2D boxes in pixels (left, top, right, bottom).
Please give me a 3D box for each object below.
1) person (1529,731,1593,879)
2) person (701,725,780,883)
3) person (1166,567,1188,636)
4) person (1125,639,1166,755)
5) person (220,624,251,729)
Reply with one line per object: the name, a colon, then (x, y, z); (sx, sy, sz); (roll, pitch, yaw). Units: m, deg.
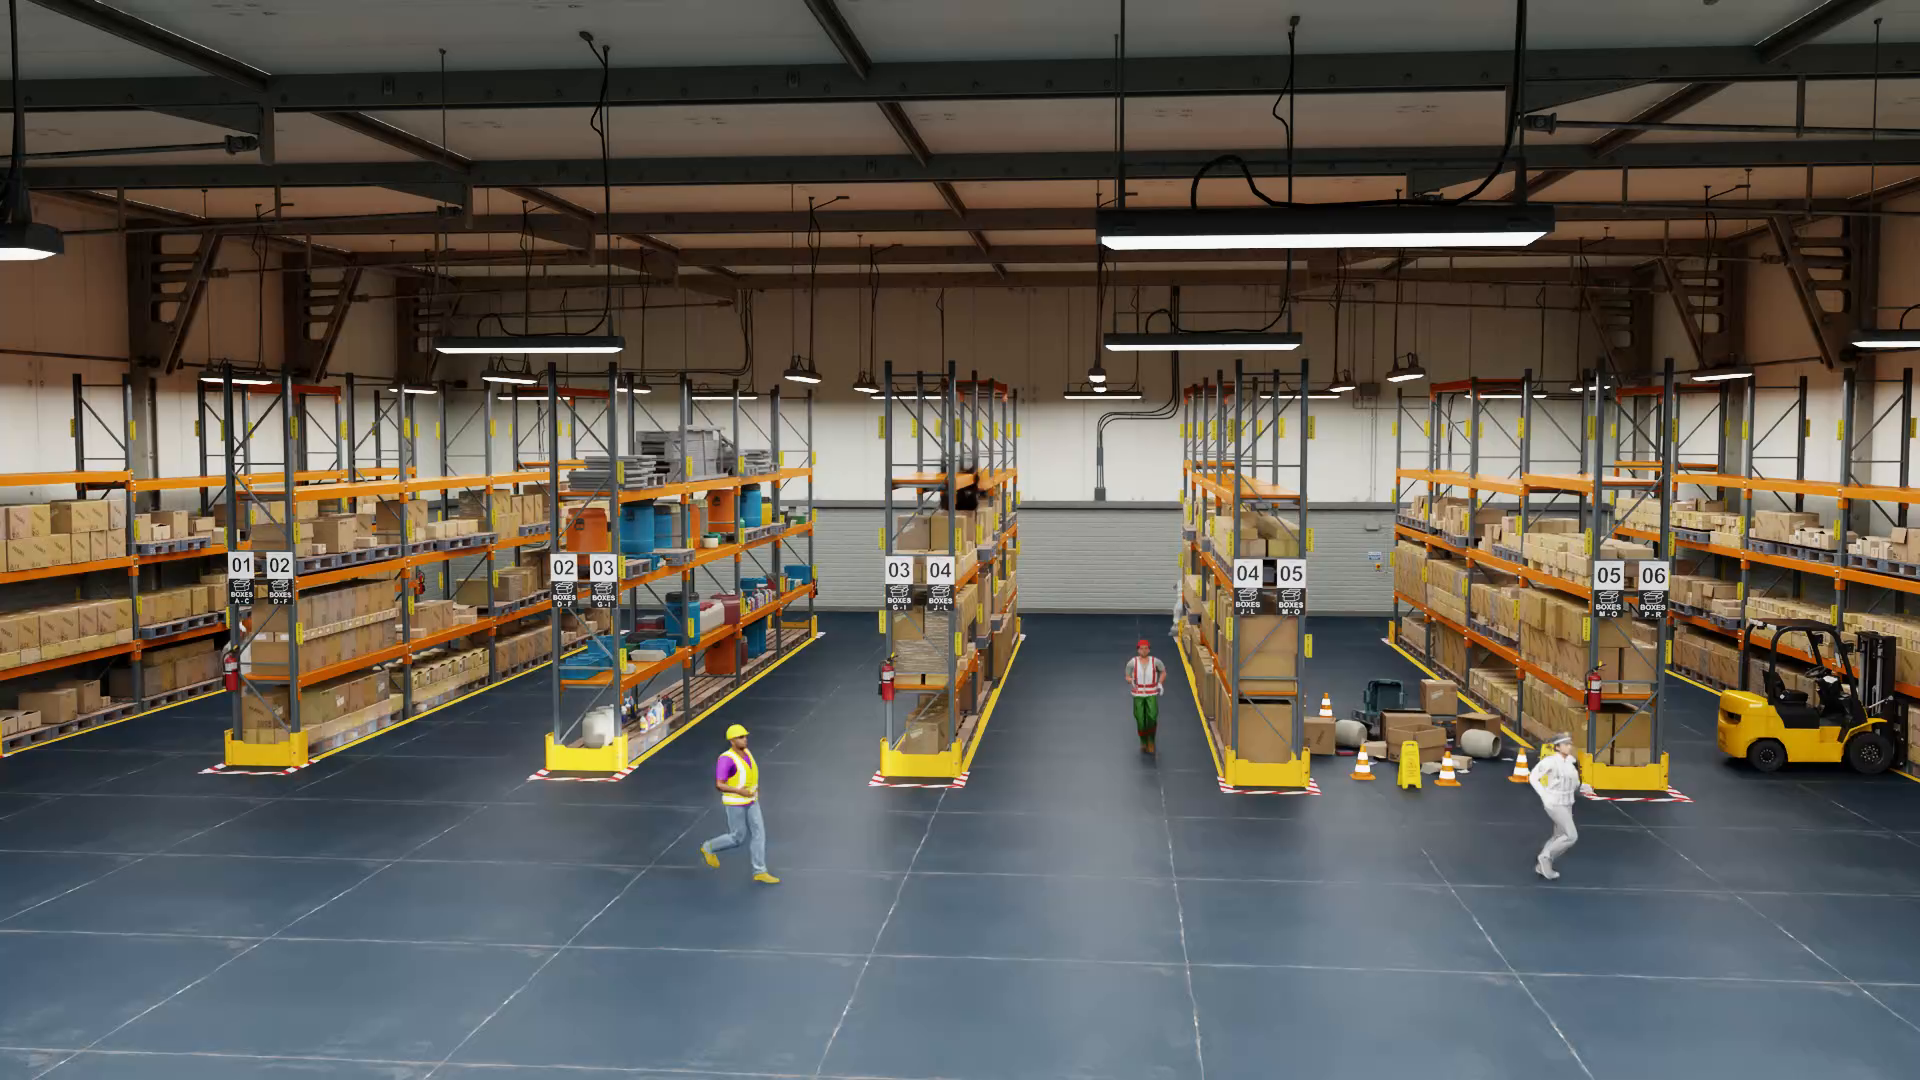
person: (6.711, 2.944, 18.489); (0.591, 1.665, 0.608); (-3, 5, -37)
person: (-2.435, 2.915, 18.478); (0.966, 1.741, 0.713); (2, 4, 28)
person: (5.480, 1.428, 40.653); (0.921, 1.806, 0.724); (0, 4, -2)
person: (2.860, 2.427, 25.691); (0.628, 1.784, 0.692); (1, 4, 9)
person: (-12.054, 2.285, 27.852); (0.662, 1.752, 0.926); (0, 4, -7)
